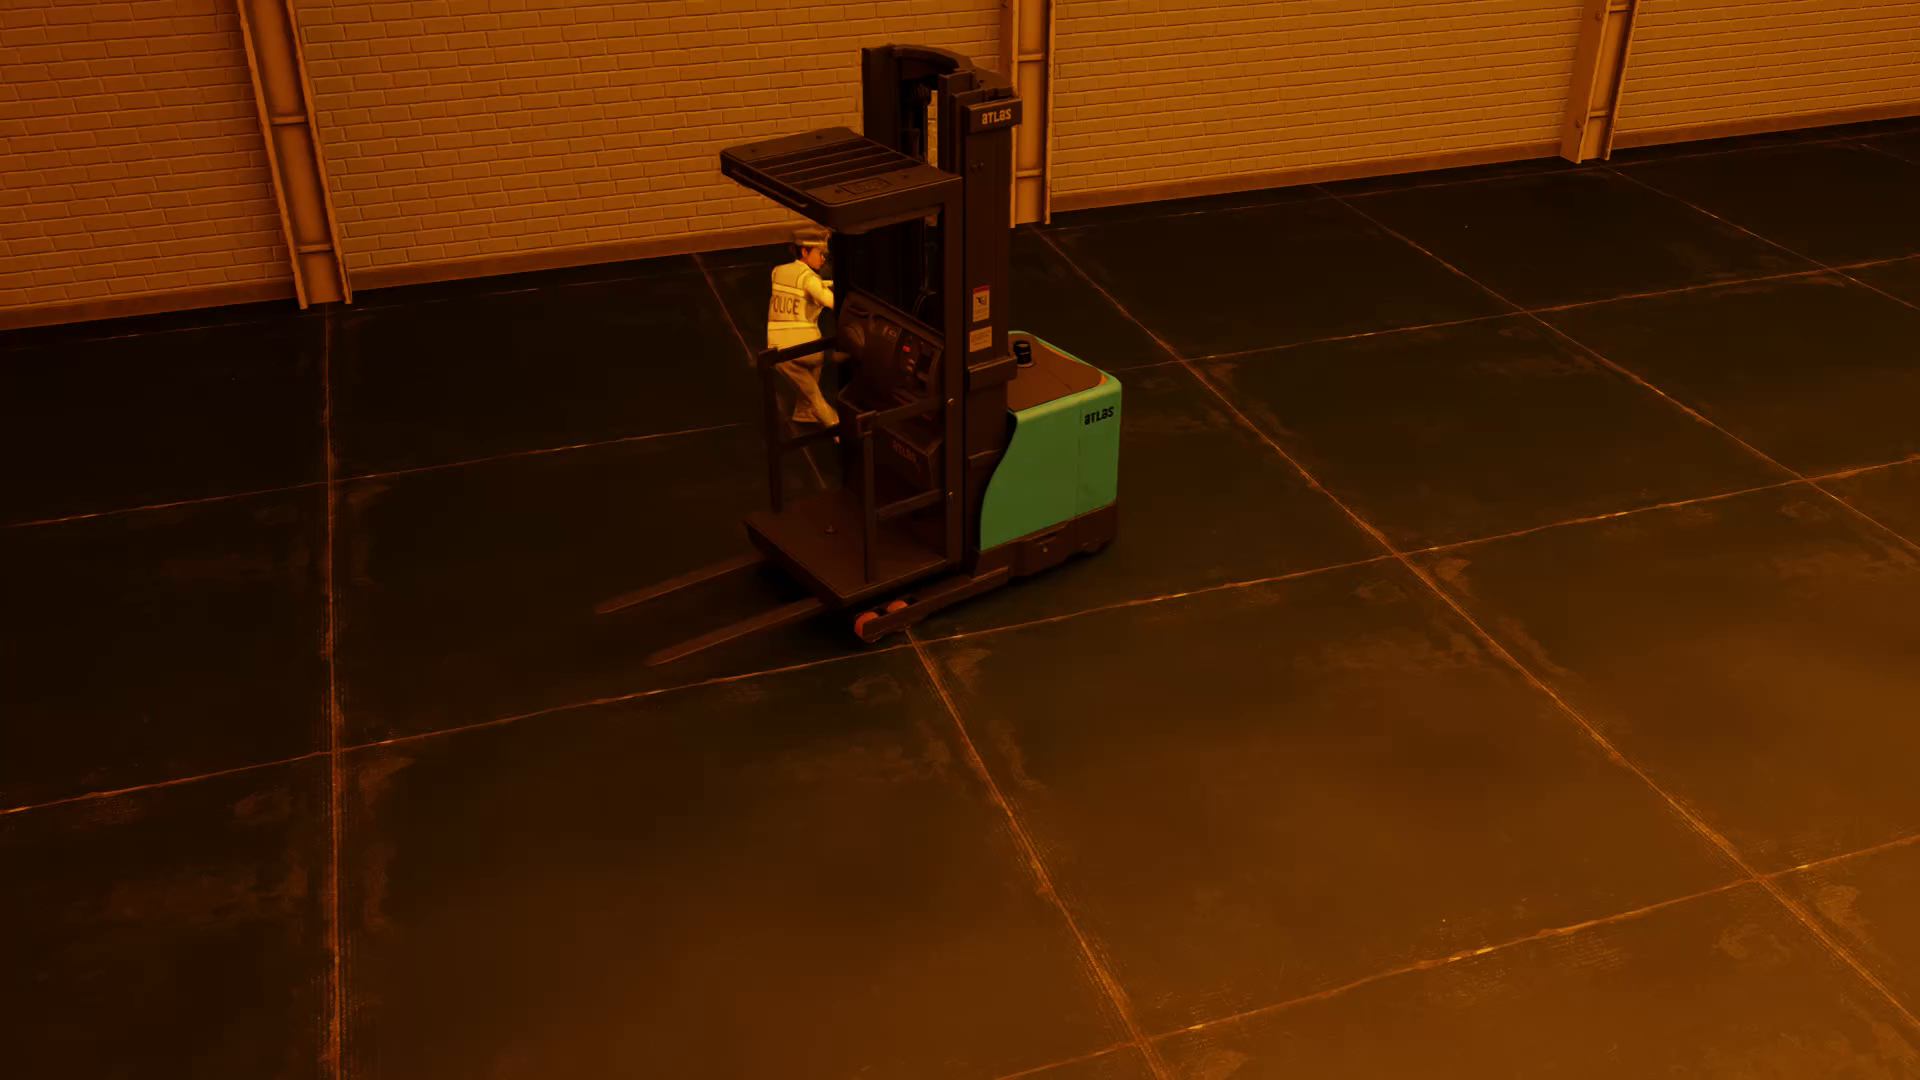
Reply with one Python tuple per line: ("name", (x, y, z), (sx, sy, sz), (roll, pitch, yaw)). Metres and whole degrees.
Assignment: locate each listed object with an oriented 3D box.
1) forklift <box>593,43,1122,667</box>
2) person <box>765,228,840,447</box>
("forklift", (-0.552, -1.010, 8.843), (3.031, 2.935, 1.130), (-20, 35, -30))
("person", (-0.838, -1.326, 10.922), (0.857, 1.473, 1.034), (7, 31, 12))
